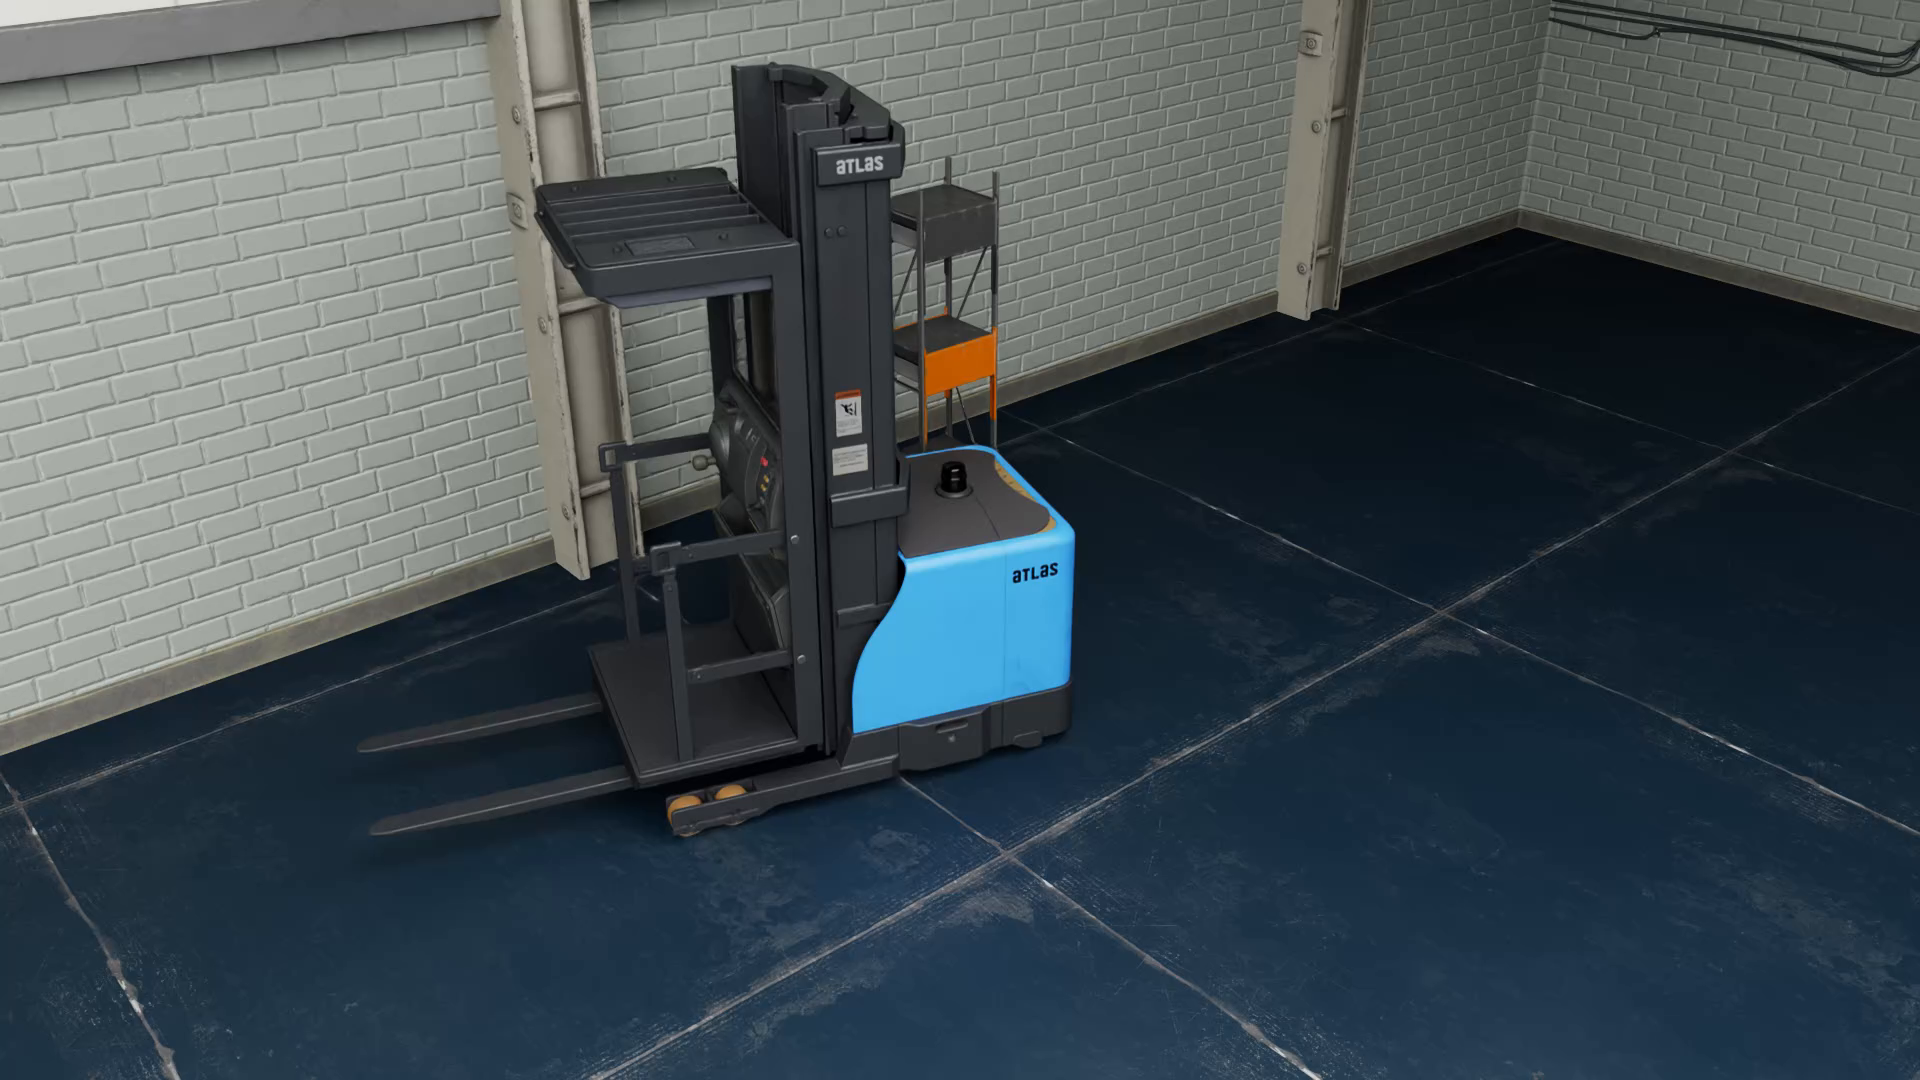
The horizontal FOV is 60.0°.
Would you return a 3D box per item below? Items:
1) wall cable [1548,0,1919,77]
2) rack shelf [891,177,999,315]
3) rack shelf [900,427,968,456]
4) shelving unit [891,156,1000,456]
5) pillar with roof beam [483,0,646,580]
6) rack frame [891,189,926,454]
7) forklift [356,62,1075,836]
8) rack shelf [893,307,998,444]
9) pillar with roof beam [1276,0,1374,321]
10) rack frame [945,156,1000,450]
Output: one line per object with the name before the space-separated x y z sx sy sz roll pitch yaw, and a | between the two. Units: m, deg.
wall cable | 5.701 -4.761 11.906 0.112 2.526 3.097 -22 35 -35
rack shelf | -0.126 -1.481 8.337 0.480 0.518 0.431 -22 35 -35
rack shelf | -0.126 -0.246 8.997 0.480 0.518 0.431 -22 35 -35
shelving unit | -0.126 -0.875 8.660 0.503 2.100 0.431 -22 35 -35
pillar with roof beam | 0.832 -2.324 4.052 0.400 9.000 9.100 -22 35 -35
rack frame | -0.312 -0.801 8.521 0.015 2.100 0.400 -22 35 -35
forklift | -1.062 -0.340 6.777 3.031 2.935 1.130 -11 30 -19
rack shelf | -0.126 -0.863 8.667 0.480 0.518 0.431 -22 35 -35
pillar with roof beam | 5.396 -4.160 7.486 0.400 9.000 9.100 -22 35 -35
rack frame | 0.060 -0.950 8.800 0.015 2.100 0.400 -22 35 -35
